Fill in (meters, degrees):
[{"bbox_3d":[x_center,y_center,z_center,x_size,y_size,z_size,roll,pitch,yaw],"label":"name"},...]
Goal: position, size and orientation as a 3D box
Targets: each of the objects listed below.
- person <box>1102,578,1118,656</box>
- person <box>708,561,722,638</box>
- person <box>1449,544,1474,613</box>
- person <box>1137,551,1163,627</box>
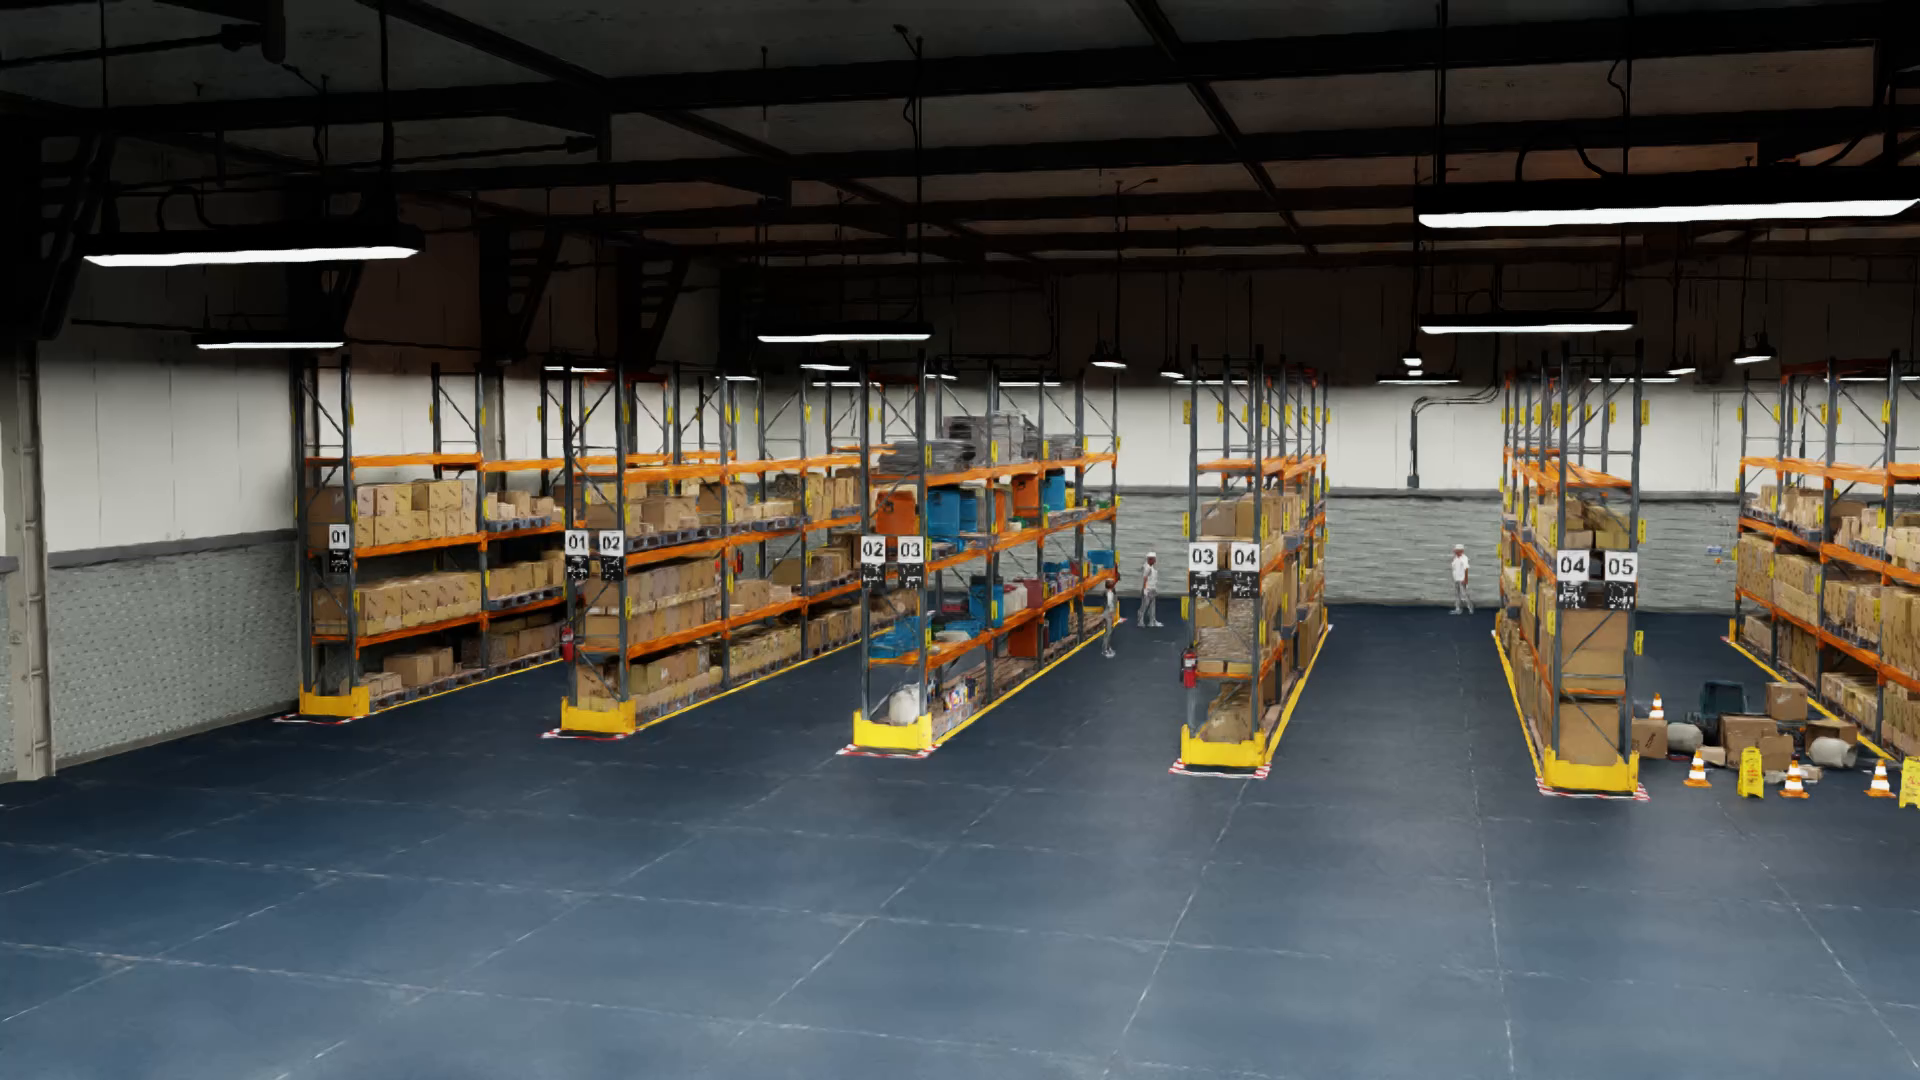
[{"bbox_3d":[3.117,1.594,34.597,0.349,1.598,0.529,0,4,-3],"label":"person"},{"bbox_3d":[-5.400,1.354,36.730,0.443,1.786,0.594,-1,4,-11],"label":"person"},{"bbox_3d":[12.705,0.983,42.049,0.541,1.758,0.660,-1,4,-11],"label":"person"},{"bbox_3d":[4.474,1.163,39.298,0.510,1.781,0.661,2,5,25],"label":"person"}]
